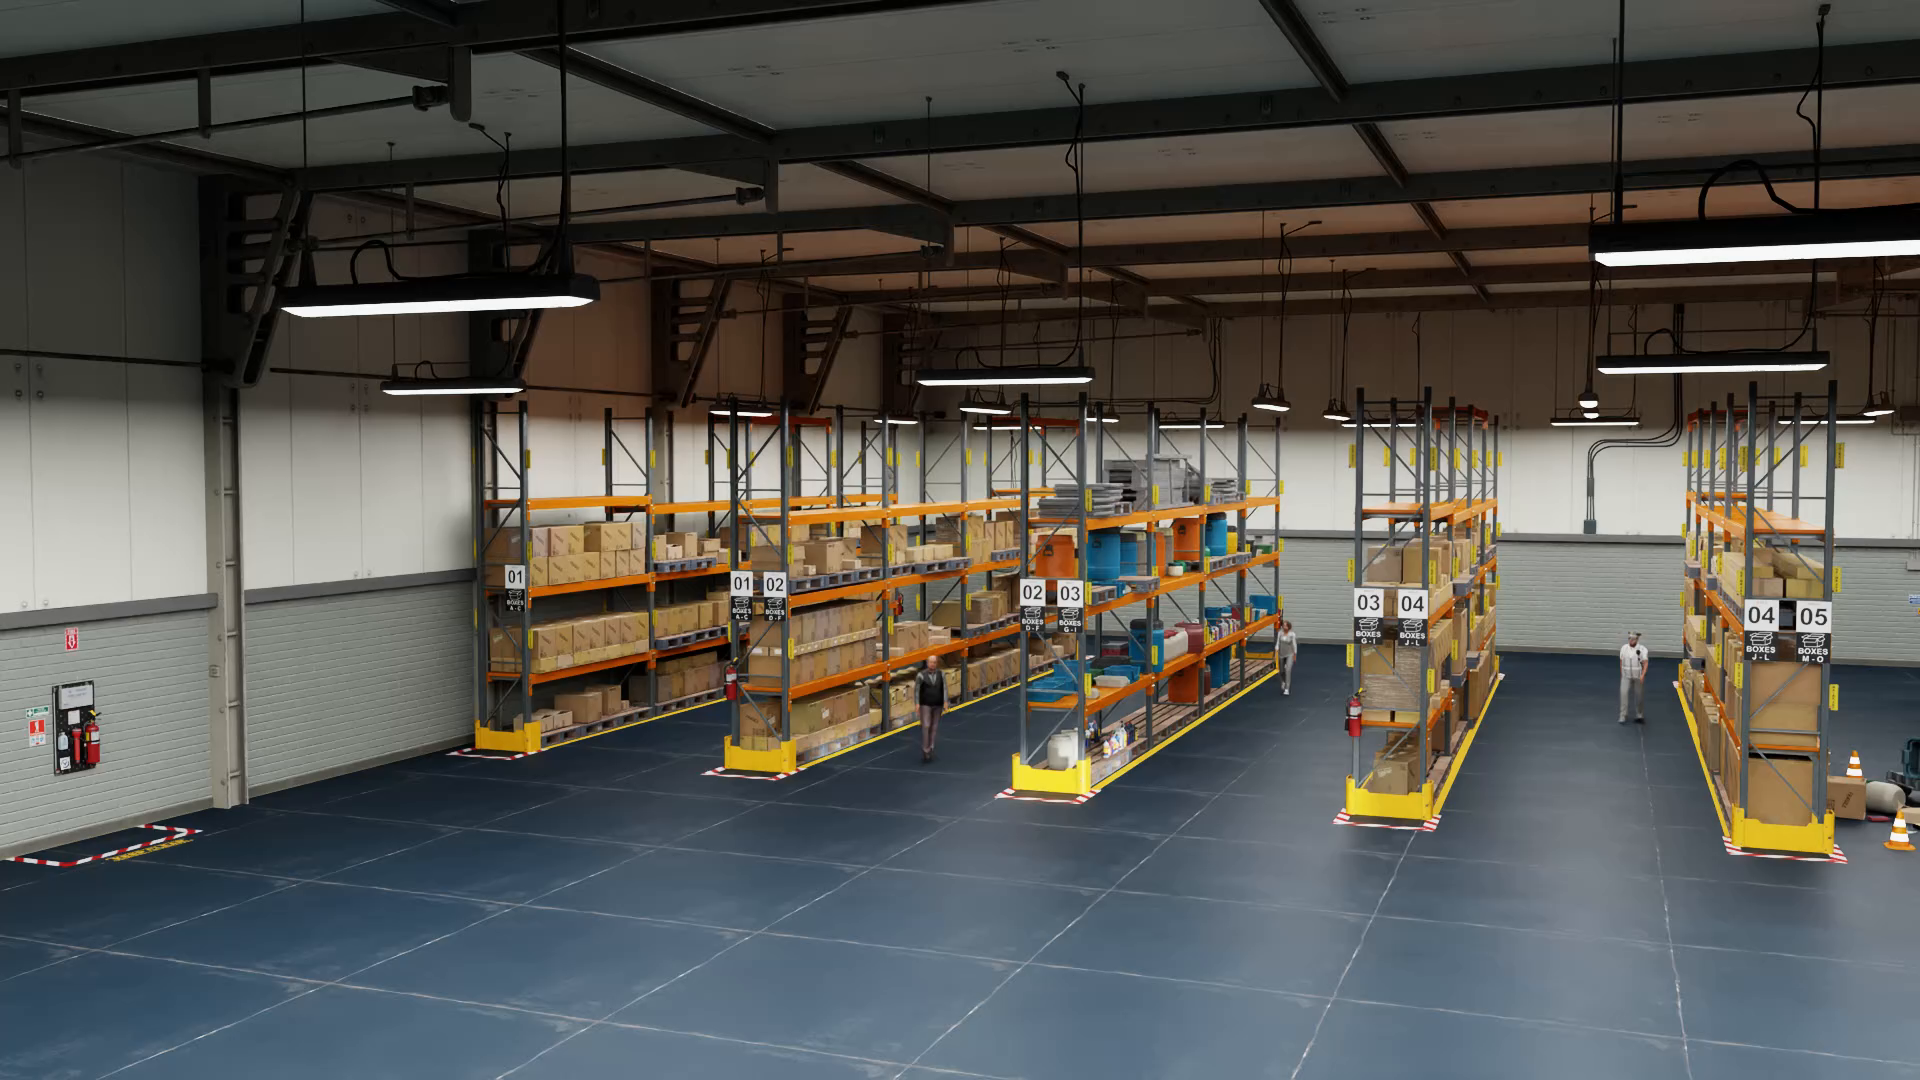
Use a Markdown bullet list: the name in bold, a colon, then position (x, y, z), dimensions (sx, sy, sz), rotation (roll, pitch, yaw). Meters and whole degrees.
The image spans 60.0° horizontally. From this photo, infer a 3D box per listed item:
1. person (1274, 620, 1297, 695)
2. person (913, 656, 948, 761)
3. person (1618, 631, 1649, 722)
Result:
- **person**: position (6.967, 2.481, 35.511), dimensions (0.470, 1.542, 0.939), rotation (1, 3, 19)
- **person**: position (-0.463, 2.782, 27.787), dimensions (0.571, 1.691, 0.831), rotation (-1, 3, -22)
- **person**: position (12.803, 2.581, 31.627), dimensions (0.542, 1.706, 1.008), rotation (2, 3, 32)
